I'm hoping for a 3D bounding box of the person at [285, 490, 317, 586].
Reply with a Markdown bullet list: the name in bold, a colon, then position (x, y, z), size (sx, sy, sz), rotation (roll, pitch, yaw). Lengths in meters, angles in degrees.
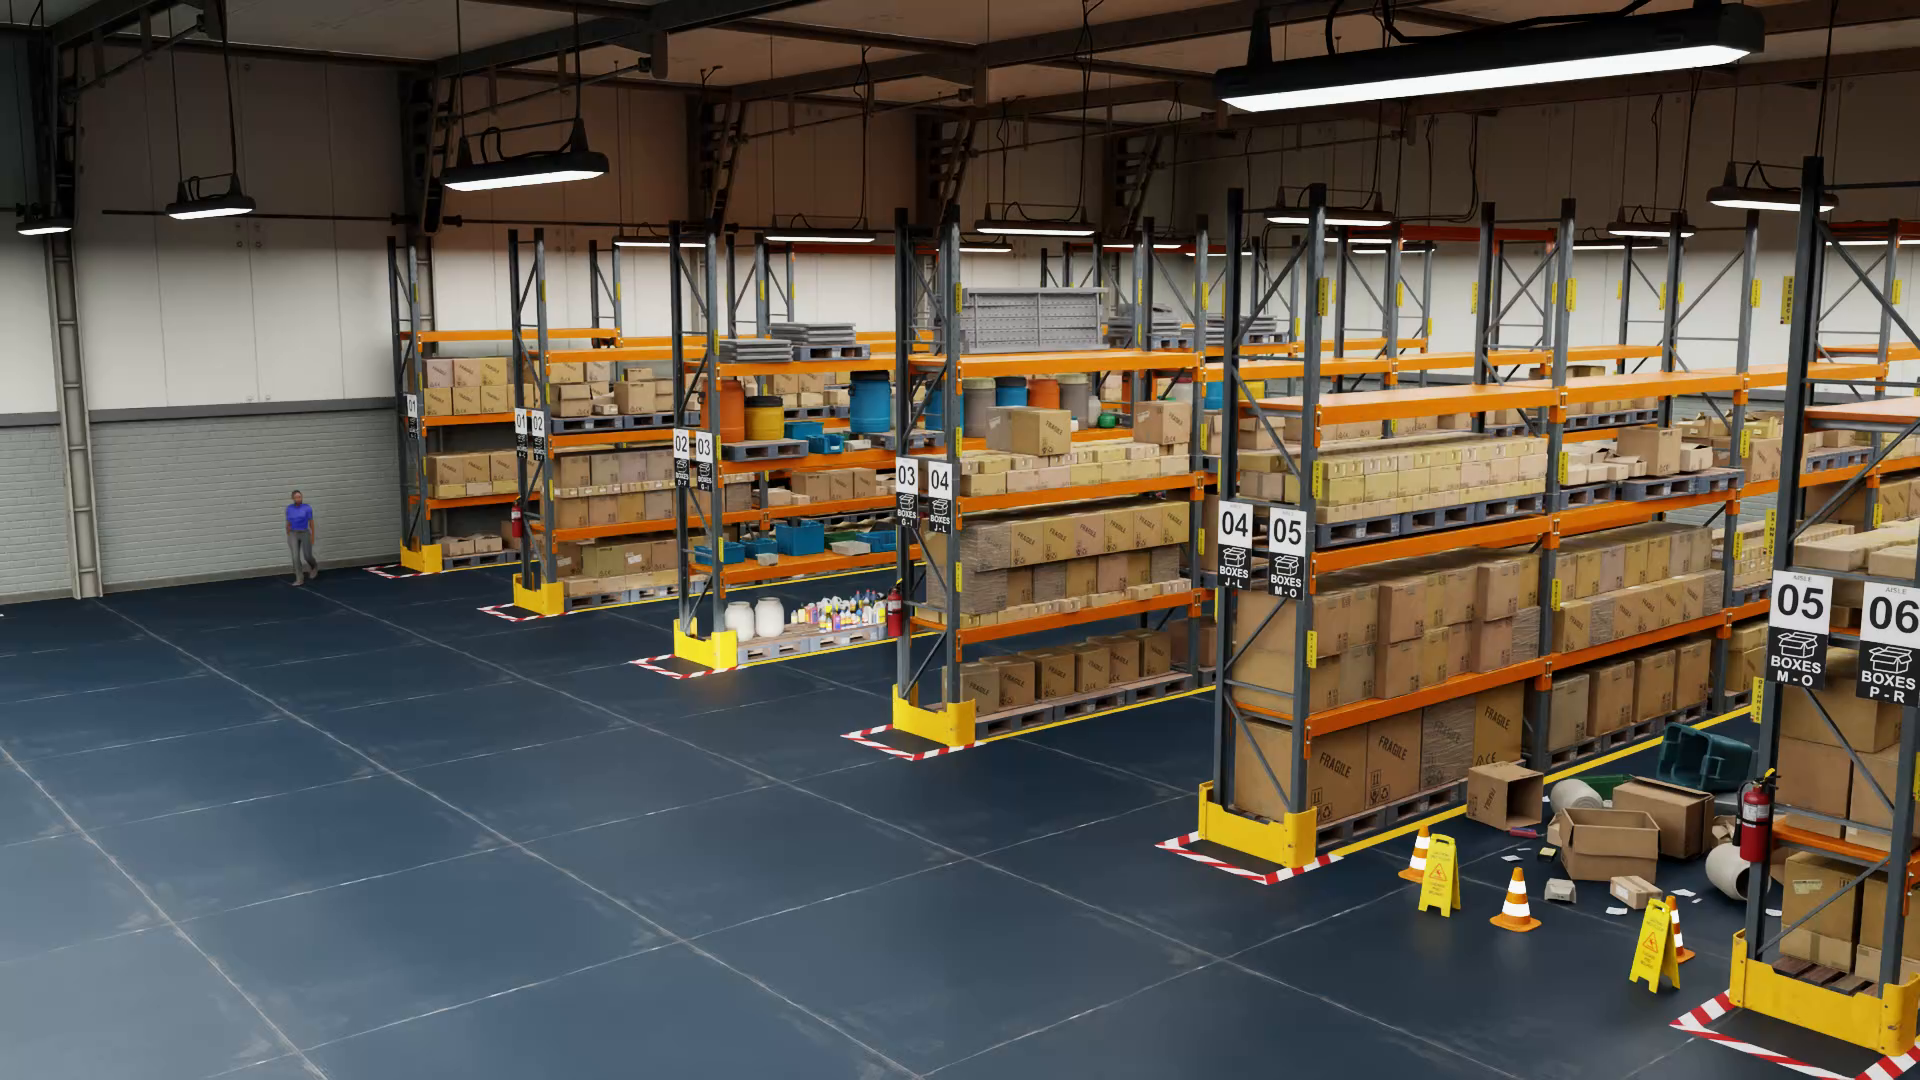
- **person**: position (-11.376, -0.066, 28.729), size (0.446, 1.634, 0.696), rotation (0, 9, -2)
